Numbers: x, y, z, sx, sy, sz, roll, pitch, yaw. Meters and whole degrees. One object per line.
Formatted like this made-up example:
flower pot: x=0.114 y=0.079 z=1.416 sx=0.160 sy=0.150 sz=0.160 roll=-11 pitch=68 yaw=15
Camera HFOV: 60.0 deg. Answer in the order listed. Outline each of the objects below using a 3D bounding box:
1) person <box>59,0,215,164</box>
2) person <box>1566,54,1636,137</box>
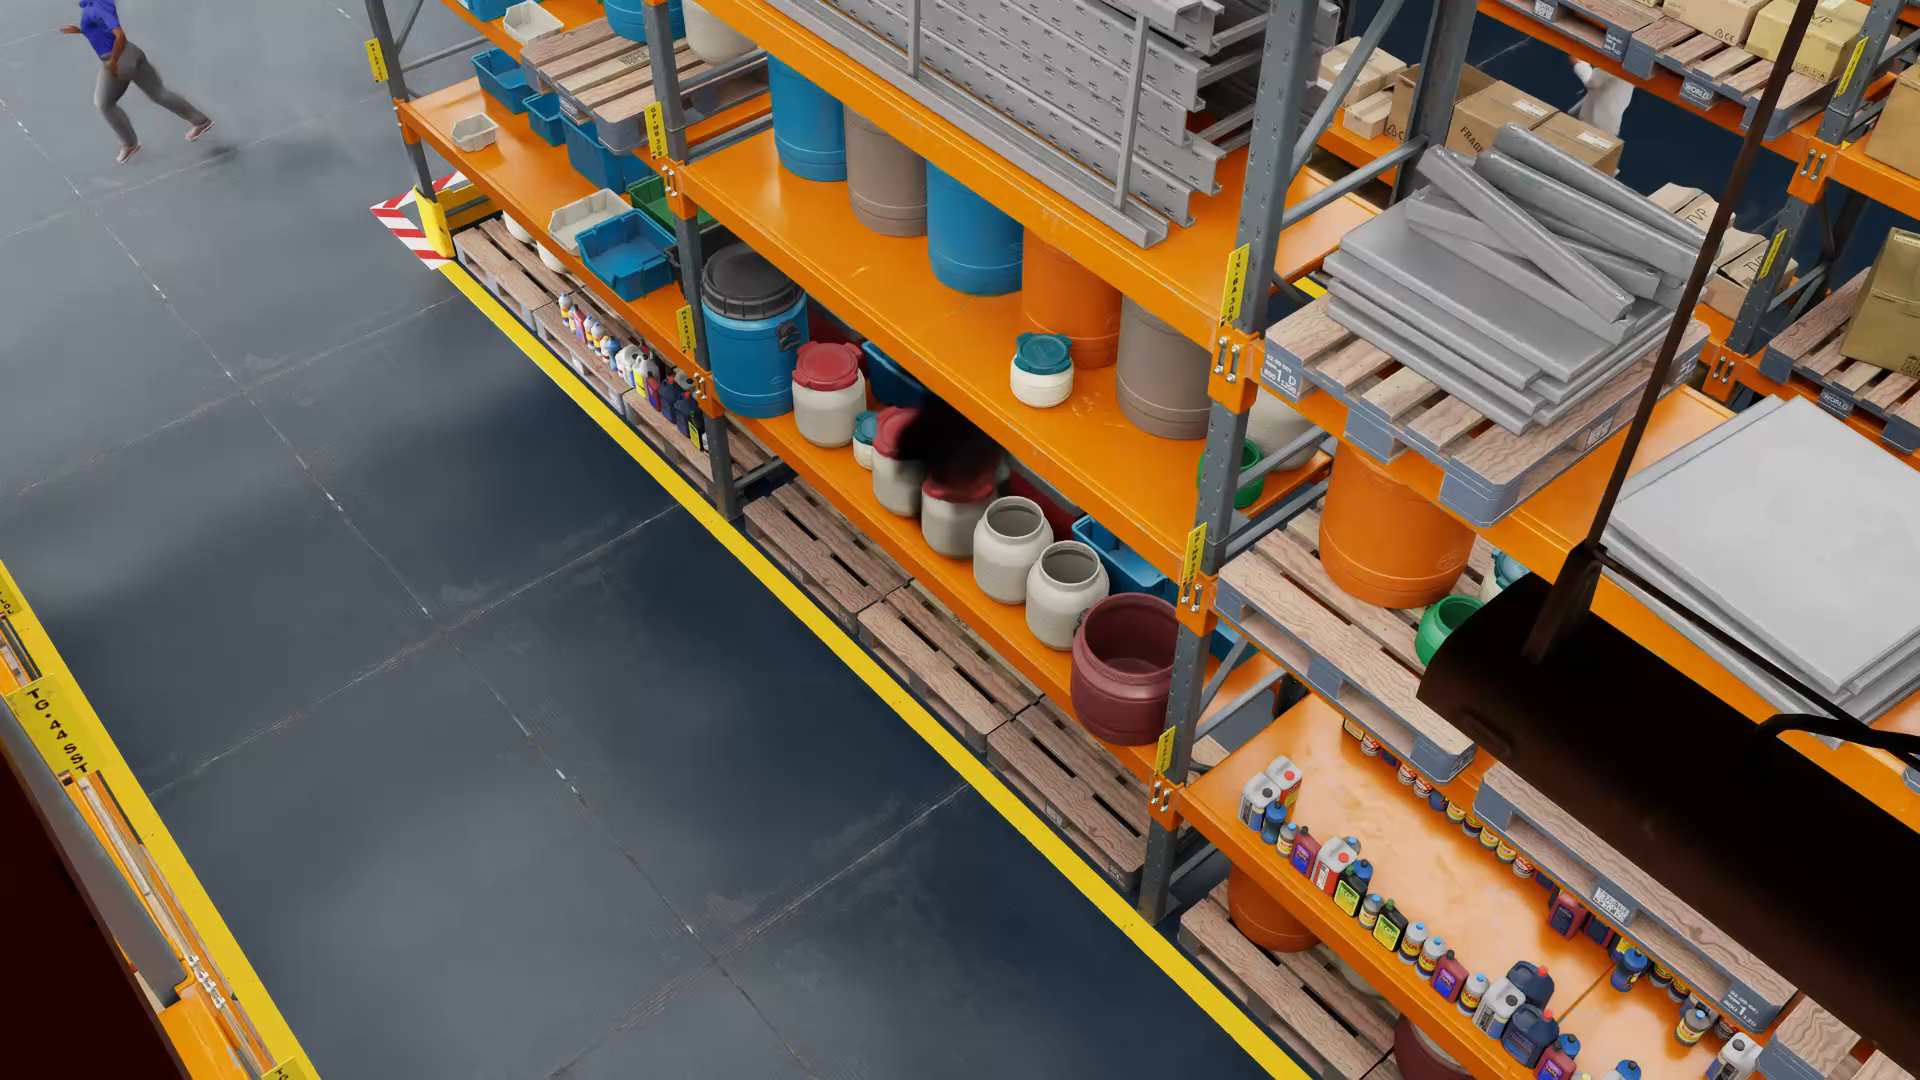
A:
person: x=-6.741 y=-3.840 z=13.500 sx=0.892 sy=1.704 sz=0.545 roll=-2 pitch=47 yaw=-2
person: x=5.030 y=-3.422 z=13.015 sx=0.748 sy=1.783 sz=0.683 roll=35 pitch=56 yaw=29
